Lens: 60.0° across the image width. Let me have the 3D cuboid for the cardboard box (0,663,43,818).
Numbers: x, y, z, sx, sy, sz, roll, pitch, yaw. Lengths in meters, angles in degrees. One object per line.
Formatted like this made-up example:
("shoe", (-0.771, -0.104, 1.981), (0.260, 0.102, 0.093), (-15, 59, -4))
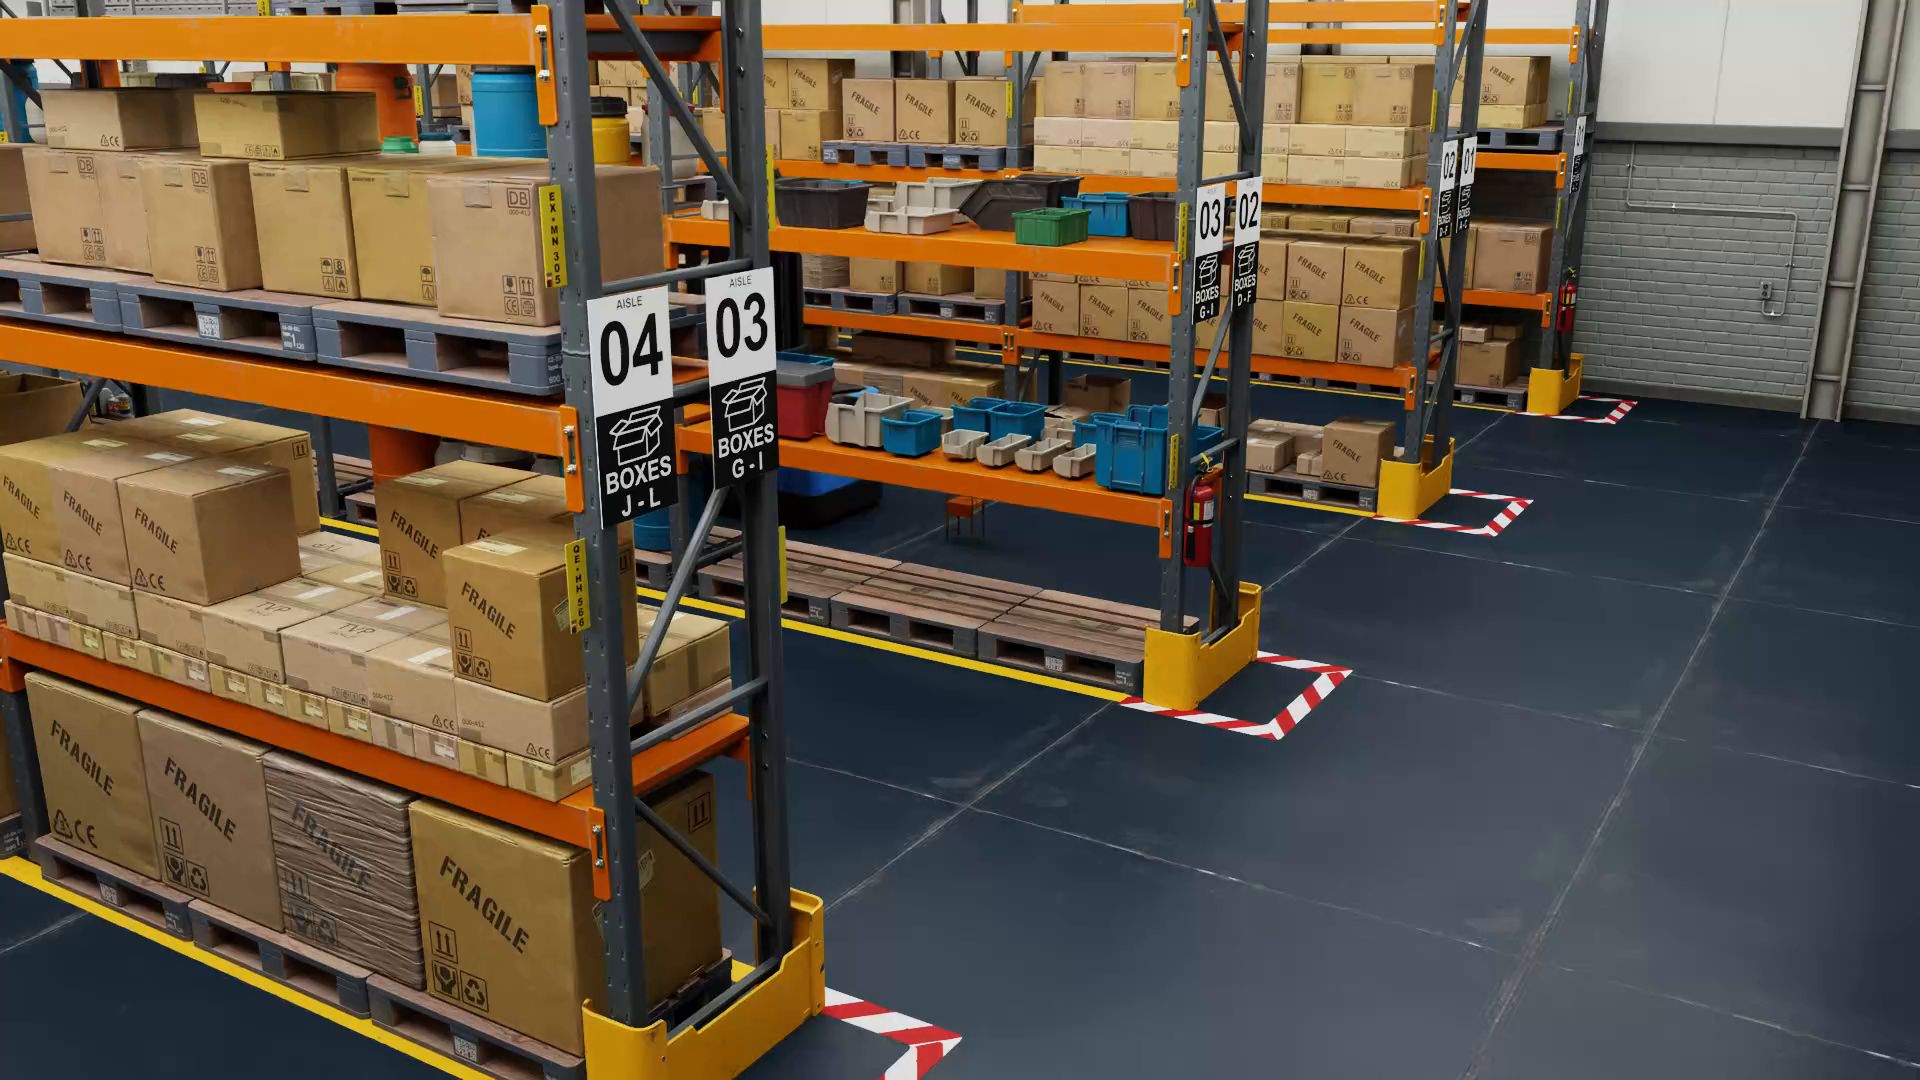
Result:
("cardboard box", (-4.996, 0.811, 8.984), (0.875, 0.875, 1.225), (10, 20, 30))

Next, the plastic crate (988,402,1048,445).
("plastic crate", (0.400, -0.799, 11.534), (0.300, 0.233, 0.416), (10, 20, 30))

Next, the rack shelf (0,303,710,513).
("rack shelf", (-2.736, -0.699, 7.099), (4.000, 0.370, 1.077), (10, 20, 30))

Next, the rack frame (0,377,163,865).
("rack frame", (-4.441, 0.088, 8.432), (0.127, 3.000, 1.000), (10, 20, 30))

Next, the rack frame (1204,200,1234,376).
("rack frame", (3.336, -3.593, 20.548), (0.127, 3.000, 1.000), (10, 20, 30))

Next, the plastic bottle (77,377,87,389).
("plastic bottle", (-9.297, -1.553, 17.634), (0.185, 0.351, 0.144), (9, 19, 28))

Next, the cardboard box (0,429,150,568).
("cardboard box", (-4.166, -0.206, 7.853), (0.500, 0.500, 0.500), (10, 20, 30))

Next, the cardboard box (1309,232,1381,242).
("cardboard box", (3.466, -2.493, 15.037), (0.500, 0.500, 0.500), (10, 20, 31))

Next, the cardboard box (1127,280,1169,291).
("cardboard box", (1.879, -2.593, 15.366), (0.500, 0.500, 0.500), (9, 19, 28))

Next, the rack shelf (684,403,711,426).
("rack shelf", (-3.553, -1.099, 13.576), (4.000, 0.370, 1.077), (10, 20, 30))

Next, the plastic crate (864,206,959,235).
("plastic crate", (-0.331, -2.092, 10.902), (0.530, 0.136, 0.437), (10, 20, 30))

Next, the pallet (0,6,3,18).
("pallet", (-10.426, -5.248, 16.690), (1.213, 0.211, 1.003), (10, 20, 30))

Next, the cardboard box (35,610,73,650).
("cardboard box", (-4.139, 0.375, 7.917), (0.250, 0.149, 0.380), (9, 19, 28))

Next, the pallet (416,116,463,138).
("pallet", (-6.810, -5.098, 20.496), (1.213, 0.211, 1.003), (10, 20, 30))

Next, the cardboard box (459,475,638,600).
("cardboard box", (-1.726, 0.051, 7.009), (0.500, 0.500, 0.500), (10, 19, 29))

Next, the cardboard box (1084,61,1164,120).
("cardboard box", (1.533, -4.151, 15.333), (0.500, 0.500, 0.700), (10, 20, 30))

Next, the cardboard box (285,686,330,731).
("cardboard box", (-2.600, 0.649, 7.015), (0.250, 0.149, 0.380), (10, 20, 30))

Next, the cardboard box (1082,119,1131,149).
("cardboard box", (1.458, -3.757, 15.325), (0.500, 0.250, 0.500), (10, 20, 30))

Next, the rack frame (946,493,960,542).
("rack frame", (-0.058, -0.513, 13.763), (0.008, 1.050, 0.200), (10, 20, 30))

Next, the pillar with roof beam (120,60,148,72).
("pillar with roof beam", (-18.319, -9.155, 28.538), (0.400, 9.000, 9.100), (10, 20, 30))

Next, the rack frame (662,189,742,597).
("rack frame", (-1.849, -1.139, 12.470), (0.127, 3.000, 1.000), (10, 20, 30))

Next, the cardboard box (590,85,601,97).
("cardboard box", (-5.384, -6.553, 24.926), (0.500, 0.500, 0.500), (12, 20, 33))

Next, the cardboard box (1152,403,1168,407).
("cardboard box", (2.020, -1.159, 16.404), (0.500, 0.311, 0.500), (10, 20, 30))

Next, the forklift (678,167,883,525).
("forklift", (-2.204, -1.833, 14.873), (3.031, 2.935, 1.130), (11, 20, 32))

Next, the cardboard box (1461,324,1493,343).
("cardboard box", (5.891, -2.356, 18.937), (0.250, 0.149, 0.380), (10, 19, 29))

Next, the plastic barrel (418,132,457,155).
("plastic barrel", (-4.267, -3.191, 13.579), (0.301, 0.262, 0.301), (0, 17, 0))

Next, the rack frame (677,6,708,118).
("rack frame", (-2.662, -5.844, 17.638), (0.127, 3.000, 1.000), (10, 20, 30))

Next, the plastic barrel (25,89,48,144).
("plastic barrel", (-8.930, -4.160, 16.338), (0.421, 0.512, 0.421), (0, 17, 0))

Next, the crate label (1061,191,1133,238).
("crate label", (0.943, -2.115, 10.778), (0.502, 0.251, 0.408), (10, 20, 30))

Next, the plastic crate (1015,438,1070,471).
("plastic crate", (0.531, -0.560, 10.914), (0.243, 0.136, 0.396), (10, 20, 30))

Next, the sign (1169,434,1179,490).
("sign", (1.286, -0.470, 9.987), (0.005, 0.325, 0.100), (10, 20, 30))

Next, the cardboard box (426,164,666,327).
("cardboard box", (-1.503, -1.102, 6.119), (0.500, 0.500, 0.700), (9, 19, 27))

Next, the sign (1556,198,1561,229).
("sign", (6.449, -3.519, 17.906), (0.005, 0.325, 0.100), (10, 20, 30))

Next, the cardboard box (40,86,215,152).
("cardboard box", (-3.643, -1.858, 7.320), (0.500, 0.250, 0.500), (9, 19, 27))

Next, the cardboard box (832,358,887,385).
("cardboard box", (-1.102, -1.614, 17.578), (0.500, 0.500, 0.500), (9, 19, 28))

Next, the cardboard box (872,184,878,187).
("cardboard box", (-1.551, -4.712, 23.305), (0.500, 0.500, 0.700), (10, 20, 30))

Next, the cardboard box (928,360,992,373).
("cardboard box", (0.002, -1.592, 17.505), (0.500, 0.500, 0.500), (10, 20, 31))

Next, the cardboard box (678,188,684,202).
("cardboard box", (-4.045, -5.101, 24.448), (0.500, 0.500, 0.500), (10, 20, 30))

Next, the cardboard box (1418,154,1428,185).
("cardboard box", (3.851, -3.261, 14.554), (0.500, 0.250, 0.500), (10, 20, 30))

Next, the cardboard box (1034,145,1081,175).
("cardboard box", (1.032, -3.593, 15.647), (0.500, 0.250, 0.500), (10, 20, 30))

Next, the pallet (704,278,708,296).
("pallet", (-2.047, -2.796, 18.255), (1.003, 0.211, 1.213), (10, 20, 30))

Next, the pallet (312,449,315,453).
("pallet", (-6.932, -0.726, 15.910), (1.213, 0.211, 1.003), (10, 20, 30))

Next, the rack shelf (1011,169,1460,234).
("rack shelf", (2.451, -3.152, 15.174), (4.000, 0.370, 1.077), (10, 20, 30))

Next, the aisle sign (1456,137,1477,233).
("aisle sign", (4.367, -3.063, 14.331), (0.004, 0.787, 0.394), (10, 20, 30))

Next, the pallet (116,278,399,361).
("pallet", (-2.714, -0.992, 6.979), (1.213, 0.211, 1.003), (10, 20, 30))

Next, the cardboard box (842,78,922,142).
("cardboard box", (-0.782, -4.394, 16.959), (0.600, 0.600, 0.600), (9, 19, 28))

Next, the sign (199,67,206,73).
("sign", (-9.774, -5.945, 21.492), (0.005, 0.325, 0.100), (10, 20, 30))

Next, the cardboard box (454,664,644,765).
("cardboard box", (-1.584, 0.618, 6.433), (0.500, 0.250, 0.500), (10, 19, 29))

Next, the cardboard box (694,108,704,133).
("cardboard box", (-3.078, -4.593, 18.216), (0.500, 0.250, 0.500), (9, 19, 26))

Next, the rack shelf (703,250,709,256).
("rack shelf", (-1.777, -4.161, 23.657), (4.000, 0.370, 1.077), (10, 20, 30))

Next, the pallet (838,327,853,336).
("pallet", (-1.773, -3.172, 23.960), (1.213, 0.211, 1.003), (10, 20, 30))

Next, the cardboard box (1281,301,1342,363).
("cardboard box", (3.187, -1.883, 14.748), (0.500, 0.500, 0.500), (10, 20, 31))

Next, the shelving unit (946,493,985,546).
("shelving unit", (0.046, -0.494, 13.702), (0.252, 1.050, 0.215), (10, 20, 30))

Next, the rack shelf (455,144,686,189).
("rack shelf", (-4.366, -4.369, 19.180), (4.000, 0.370, 1.077), (10, 20, 30))

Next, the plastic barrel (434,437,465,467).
("plastic barrel", (-4.303, -0.624, 14.333), (0.421, 0.512, 0.421), (0, 17, 0))

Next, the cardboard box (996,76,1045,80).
("cardboard box", (0.850, -5.768, 21.618), (0.500, 0.500, 0.700), (9, 19, 27))

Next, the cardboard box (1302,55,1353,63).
("cardboard box", (4.238, -5.309, 19.111), (0.500, 0.500, 0.500), (10, 19, 29))
